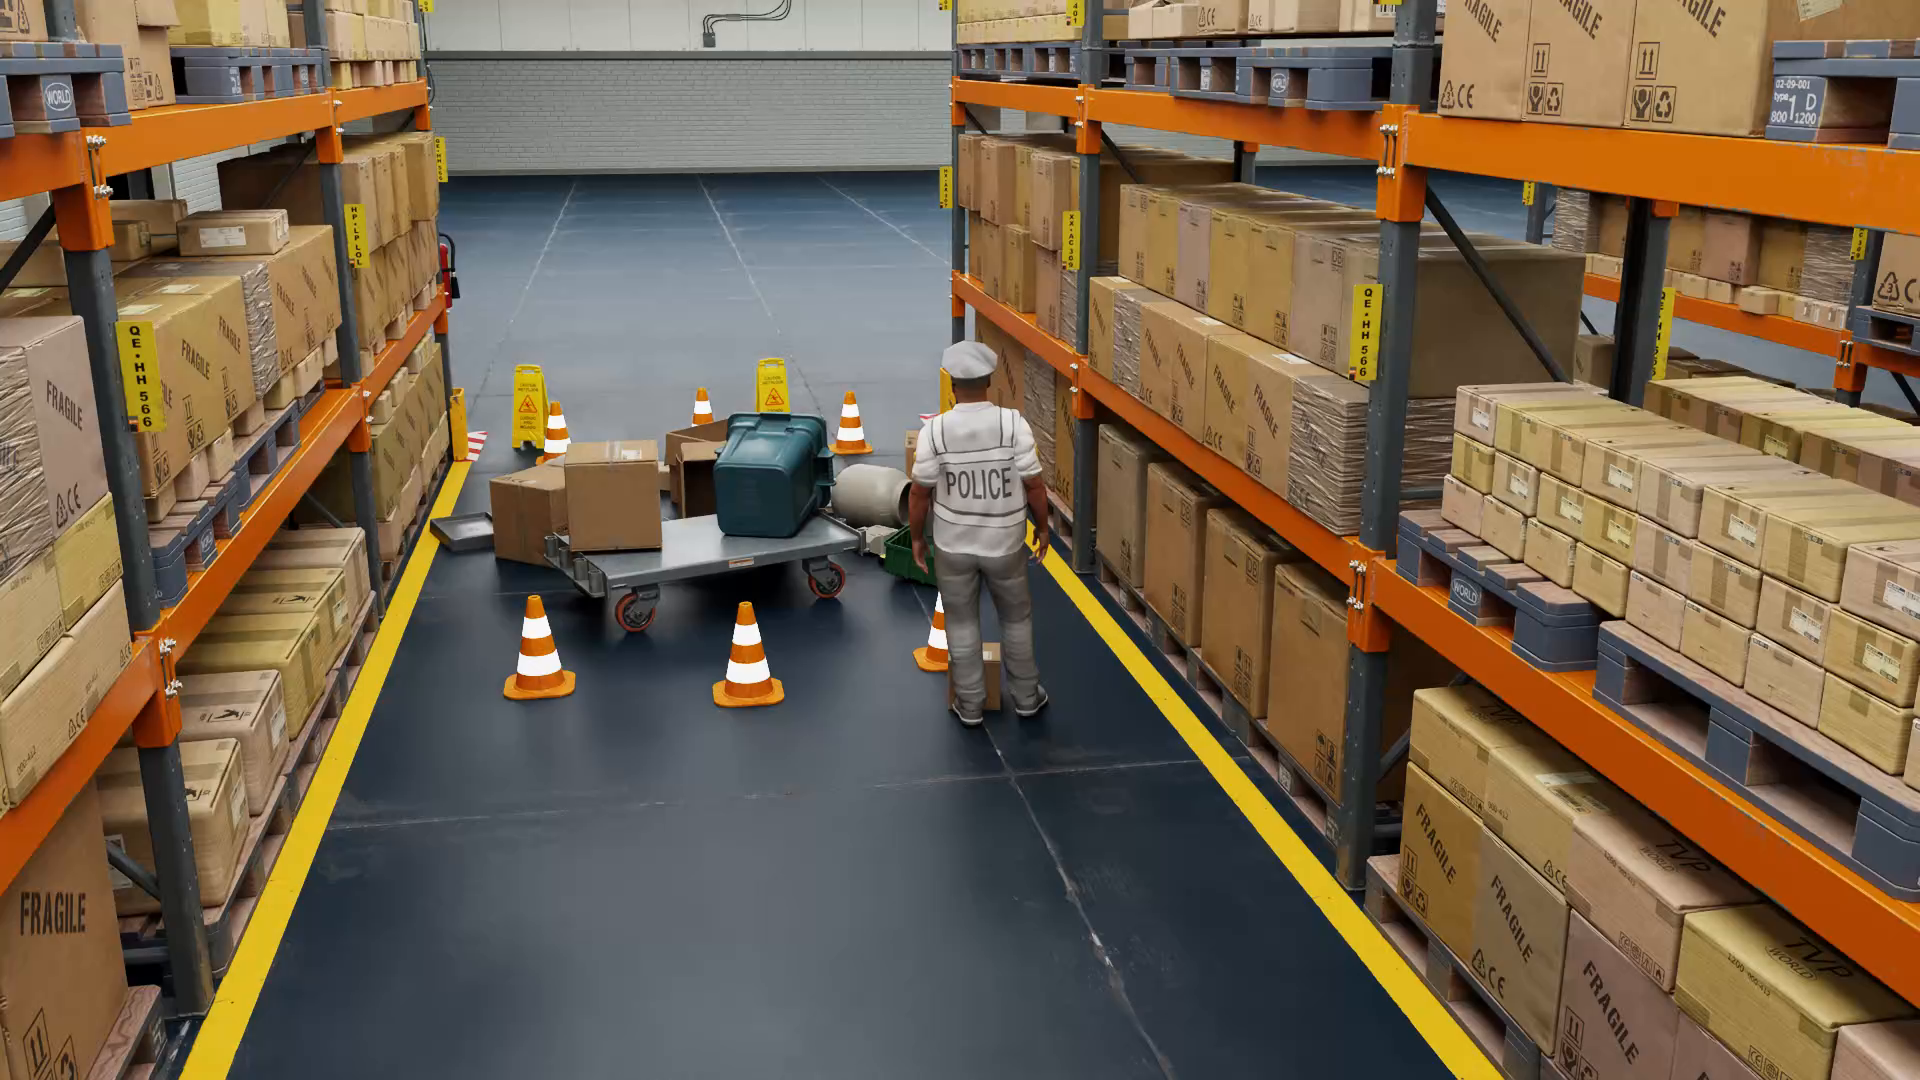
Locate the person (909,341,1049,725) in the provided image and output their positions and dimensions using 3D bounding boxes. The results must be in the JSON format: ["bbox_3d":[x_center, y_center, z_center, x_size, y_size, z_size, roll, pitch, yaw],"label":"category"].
[{"bbox_3d":[0.095,-0.030,7.544,0.640,1.779,0.575,0,16,1],"label":"person"}]
